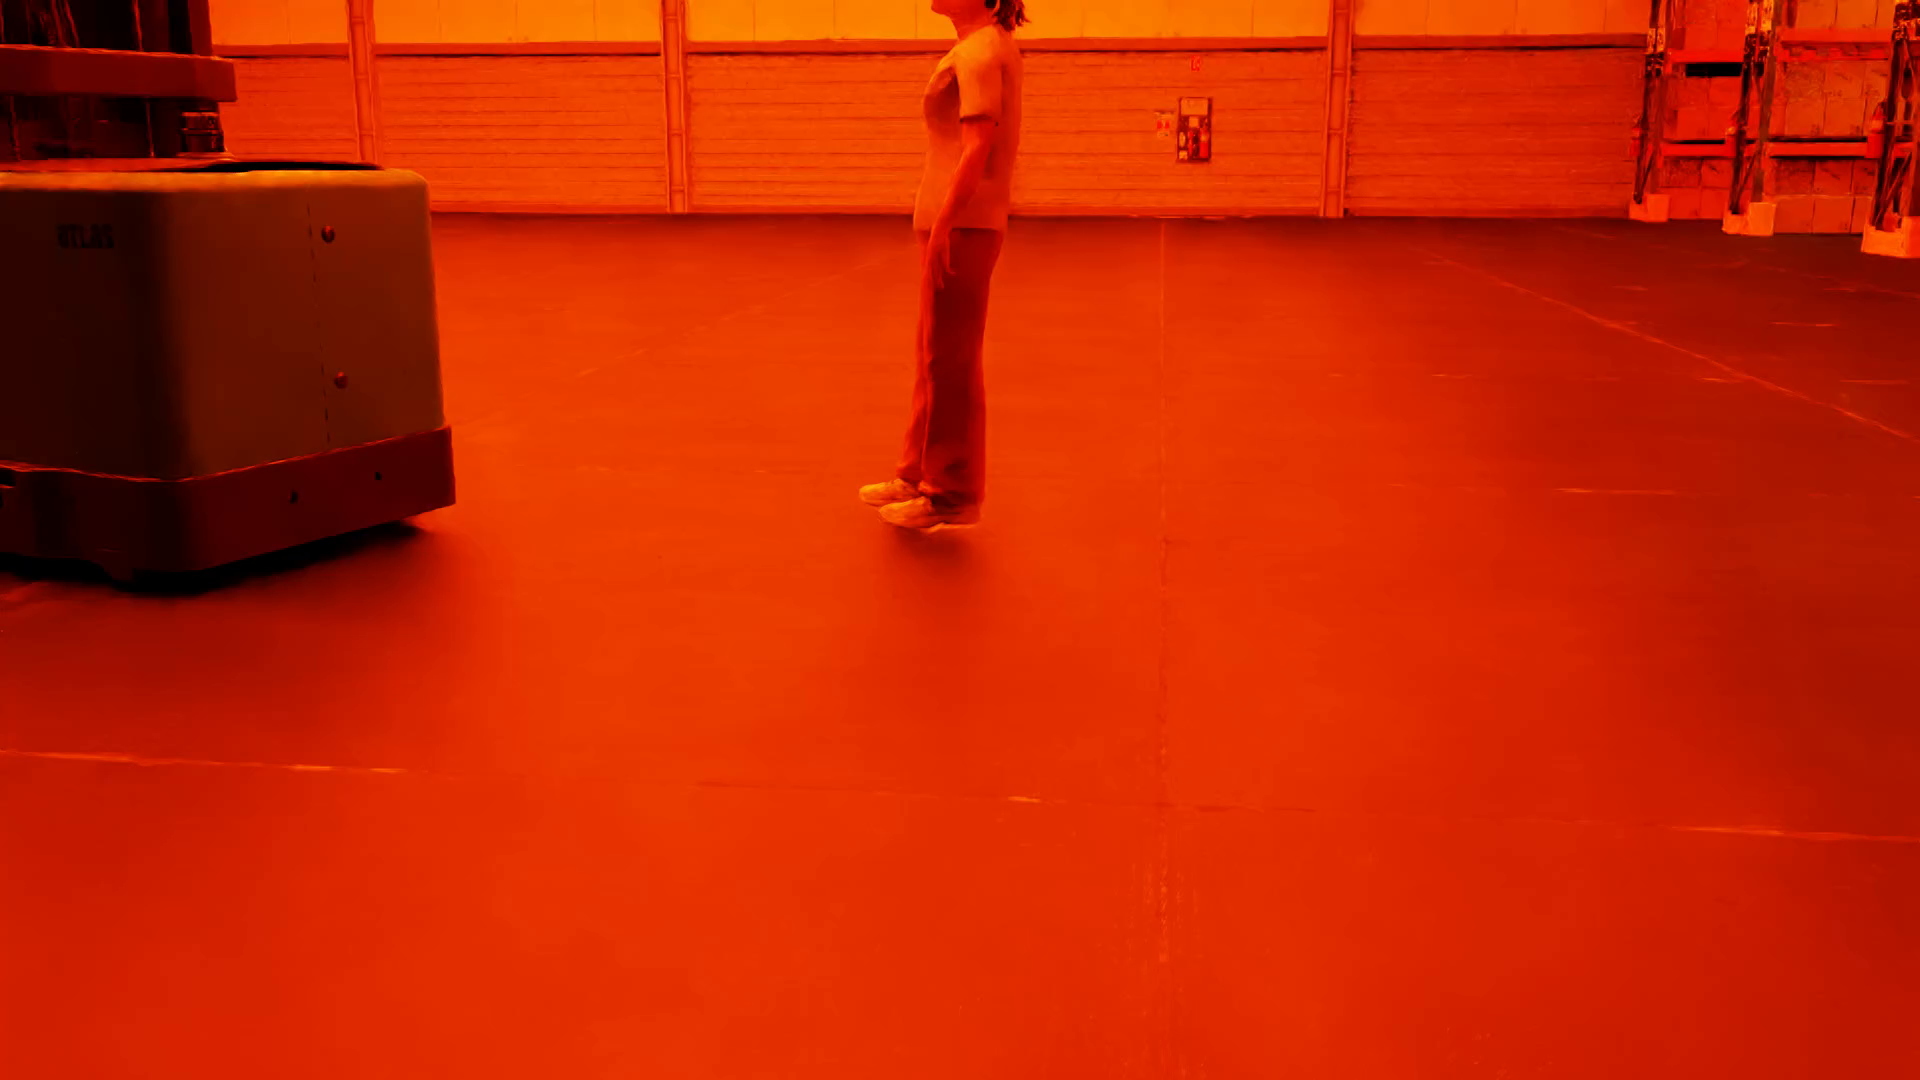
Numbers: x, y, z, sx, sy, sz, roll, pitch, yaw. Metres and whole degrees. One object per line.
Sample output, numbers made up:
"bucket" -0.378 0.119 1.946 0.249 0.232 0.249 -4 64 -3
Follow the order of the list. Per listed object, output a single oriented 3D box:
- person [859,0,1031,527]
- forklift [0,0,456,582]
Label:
"person" -0.071 -0.866 4.764 0.549 1.673 0.554 2 13 7
"forklift" -3.104 -1.528 5.044 3.031 2.935 1.130 7 15 26
